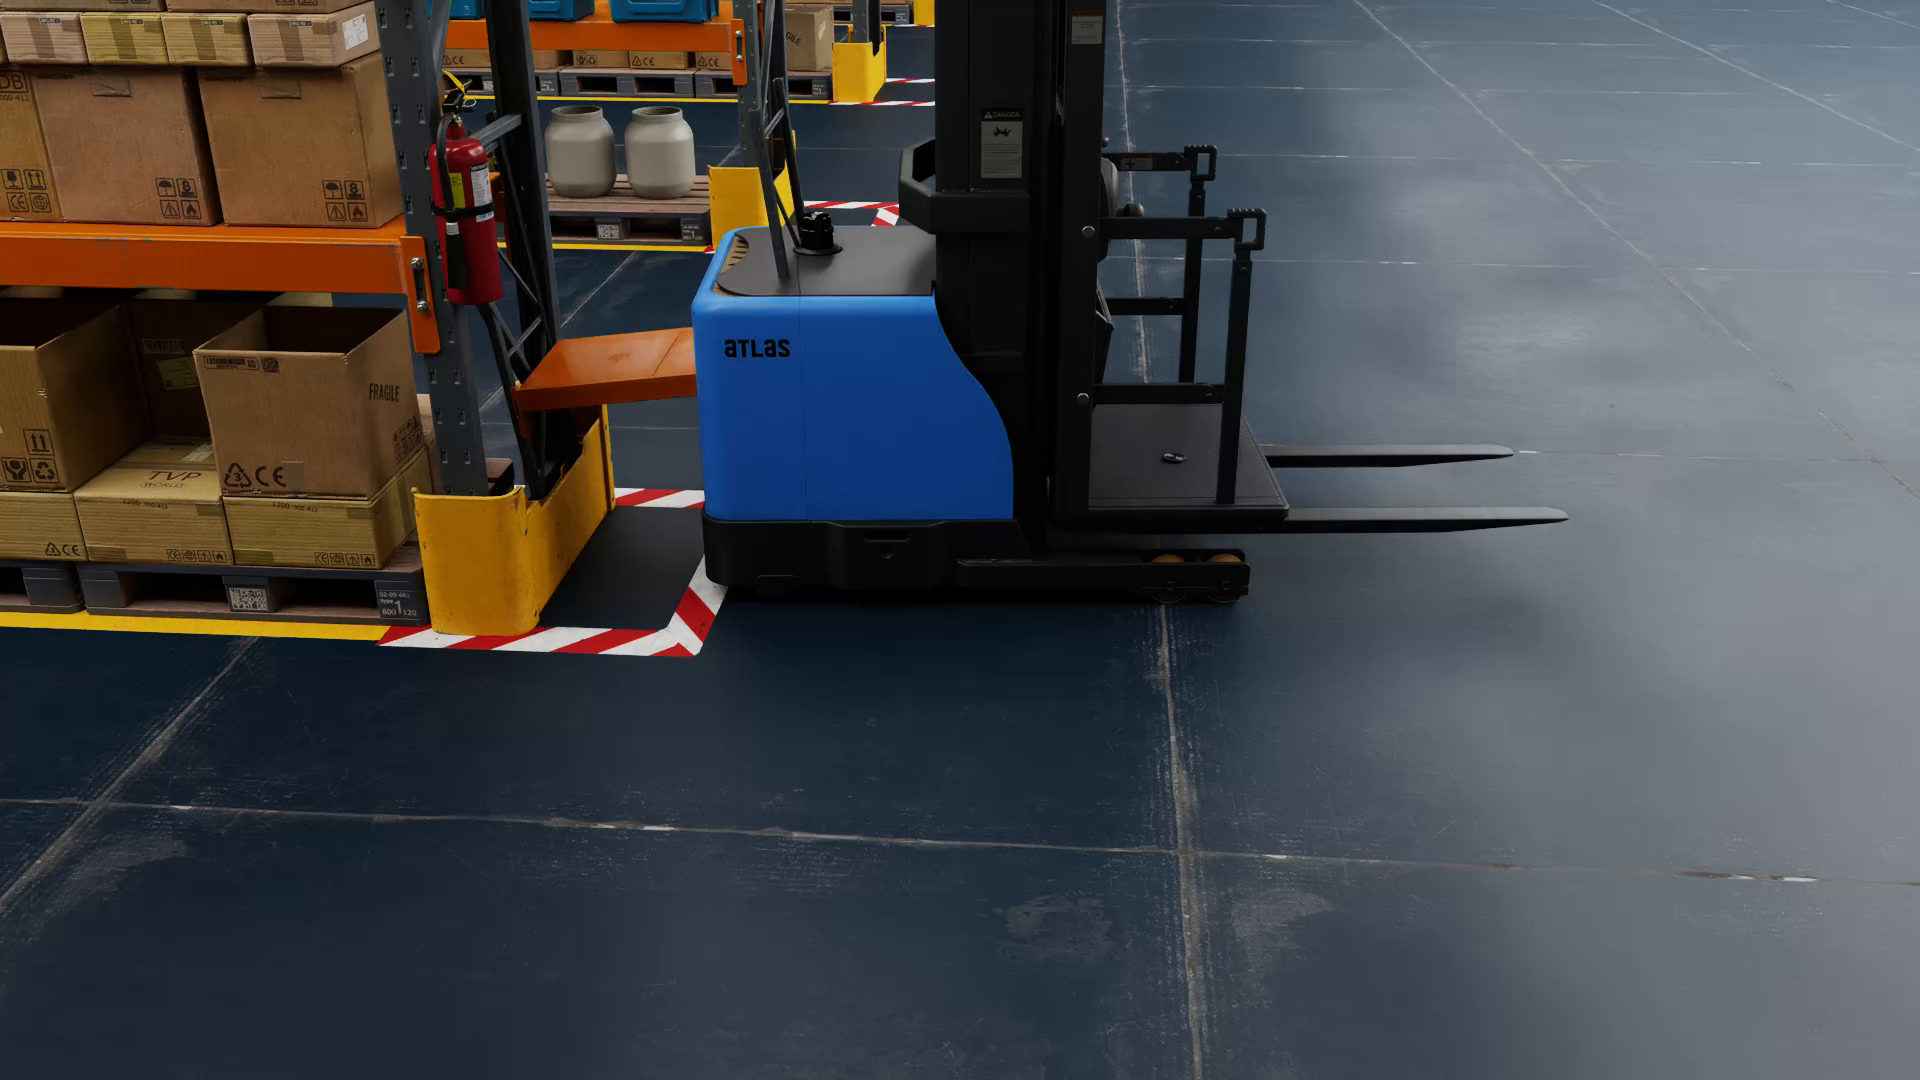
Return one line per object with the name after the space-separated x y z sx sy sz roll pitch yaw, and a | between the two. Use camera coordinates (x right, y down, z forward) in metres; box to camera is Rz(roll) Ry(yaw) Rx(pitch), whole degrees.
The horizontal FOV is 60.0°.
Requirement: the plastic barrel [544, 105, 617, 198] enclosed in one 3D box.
-2.363 -2.419 10.355 0.421 0.512 0.421 0 25 0 | plastic barrel

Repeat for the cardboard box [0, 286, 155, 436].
-3.100 -0.707 6.050 0.500 0.500 0.500 2 25 4 | cardboard box

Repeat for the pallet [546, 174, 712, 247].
-2.090 -2.098 10.518 1.213 0.211 1.003 2 25 4 | pallet

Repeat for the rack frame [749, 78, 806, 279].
-0.541 -0.794 5.773 0.032 1.500 0.500 -5 26 7 | rack frame

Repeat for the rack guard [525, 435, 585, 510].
-1.470 -0.157 6.165 0.087 0.250 0.587 -5 26 7 | rack guard

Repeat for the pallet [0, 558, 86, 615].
-3.563 -0.069 6.110 1.213 0.211 1.003 2 25 4 | pallet

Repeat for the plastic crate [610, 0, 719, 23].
-1.723 -3.177 9.706 0.616 0.251 0.499 2 25 4 | plastic crate

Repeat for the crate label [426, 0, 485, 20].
-3.057 -3.316 9.787 0.616 0.435 0.502 2 25 4 | crate label

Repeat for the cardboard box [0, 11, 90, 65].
-2.746 -1.587 5.176 0.250 0.149 0.380 2 25 5 | cardboard box

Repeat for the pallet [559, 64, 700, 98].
-2.918 -4.234 15.161 1.213 0.211 1.003 2 25 4 | pallet

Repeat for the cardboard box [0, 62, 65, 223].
-3.067 -1.388 5.520 0.500 0.500 0.700 2 25 4 | cardboard box

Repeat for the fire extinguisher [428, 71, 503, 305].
-1.502 -1.056 5.012 0.183 0.674 0.296 2 25 4 | fire extinguisher

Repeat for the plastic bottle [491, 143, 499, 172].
-2.985 -2.502 10.798 0.097 0.271 0.097 0 25 0 | plastic bottle

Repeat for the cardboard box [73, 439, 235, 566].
-2.641 -0.136 5.705 0.500 0.250 0.500 2 25 4 | cardboard box

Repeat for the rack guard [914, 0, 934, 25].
-0.318 -6.345 19.404 0.348 0.500 1.175 2 25 4 | rack guard

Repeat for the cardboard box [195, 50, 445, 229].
-2.049 -1.355 5.448 0.500 0.500 0.700 2 25 4 | cardboard box

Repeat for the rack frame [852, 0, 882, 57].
-0.822 -5.418 14.397 0.127 3.000 1.000 2 25 4 | rack frame

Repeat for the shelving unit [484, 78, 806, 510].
-1.053 -0.752 5.832 1.083 1.500 0.587 -5 26 7 | shelving unit

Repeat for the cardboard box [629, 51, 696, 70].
-2.665 -4.533 14.962 0.500 0.500 0.500 4 25 9 | cardboard box

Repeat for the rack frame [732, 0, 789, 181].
-1.201 -3.353 9.911 0.127 3.000 1.000 2 25 4 | rack frame

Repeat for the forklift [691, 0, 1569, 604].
0.624 -1.335 5.608 3.031 2.935 1.130 0 25 -1 | forklift

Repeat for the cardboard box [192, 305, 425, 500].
-2.142 -0.464 5.523 0.500 0.500 0.500 2 25 4 | cardboard box

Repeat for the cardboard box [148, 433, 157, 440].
-3.099 -0.371 6.217 0.500 0.250 0.500 2 25 4 | cardboard box

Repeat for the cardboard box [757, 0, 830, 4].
-1.900 -6.729 19.286 0.875 0.875 0.875 1 25 3 | cardboard box

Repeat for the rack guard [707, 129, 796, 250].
-1.281 -2.201 10.396 0.348 0.500 1.175 2 25 4 | rack guard

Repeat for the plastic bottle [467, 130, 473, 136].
-3.209 -2.522 10.828 0.133 0.283 0.061 2 25 5 | plastic bottle

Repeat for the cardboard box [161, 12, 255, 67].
-2.241 -1.570 5.139 0.250 0.149 0.380 2 25 5 | cardboard box

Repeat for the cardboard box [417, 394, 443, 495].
-2.102 -0.341 6.151 0.500 0.250 0.500 2 25 4 | cardboard box

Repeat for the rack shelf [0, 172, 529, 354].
-3.578 -1.026 5.714 4.000 0.370 1.077 2 25 4 | rack shelf

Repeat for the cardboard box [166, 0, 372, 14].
-2.101 -1.946 5.180 0.500 0.500 0.700 2 25 4 | cardboard box

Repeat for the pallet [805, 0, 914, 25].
-1.145 -6.208 19.451 1.213 0.211 1.003 2 25 4 | pallet

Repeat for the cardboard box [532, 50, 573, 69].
-3.843 -4.556 15.013 0.500 0.500 0.500 10 27 21 | cardboard box

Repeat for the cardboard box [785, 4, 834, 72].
-1.443 -4.500 14.891 0.500 0.500 0.500 6 25 14 | cardboard box
